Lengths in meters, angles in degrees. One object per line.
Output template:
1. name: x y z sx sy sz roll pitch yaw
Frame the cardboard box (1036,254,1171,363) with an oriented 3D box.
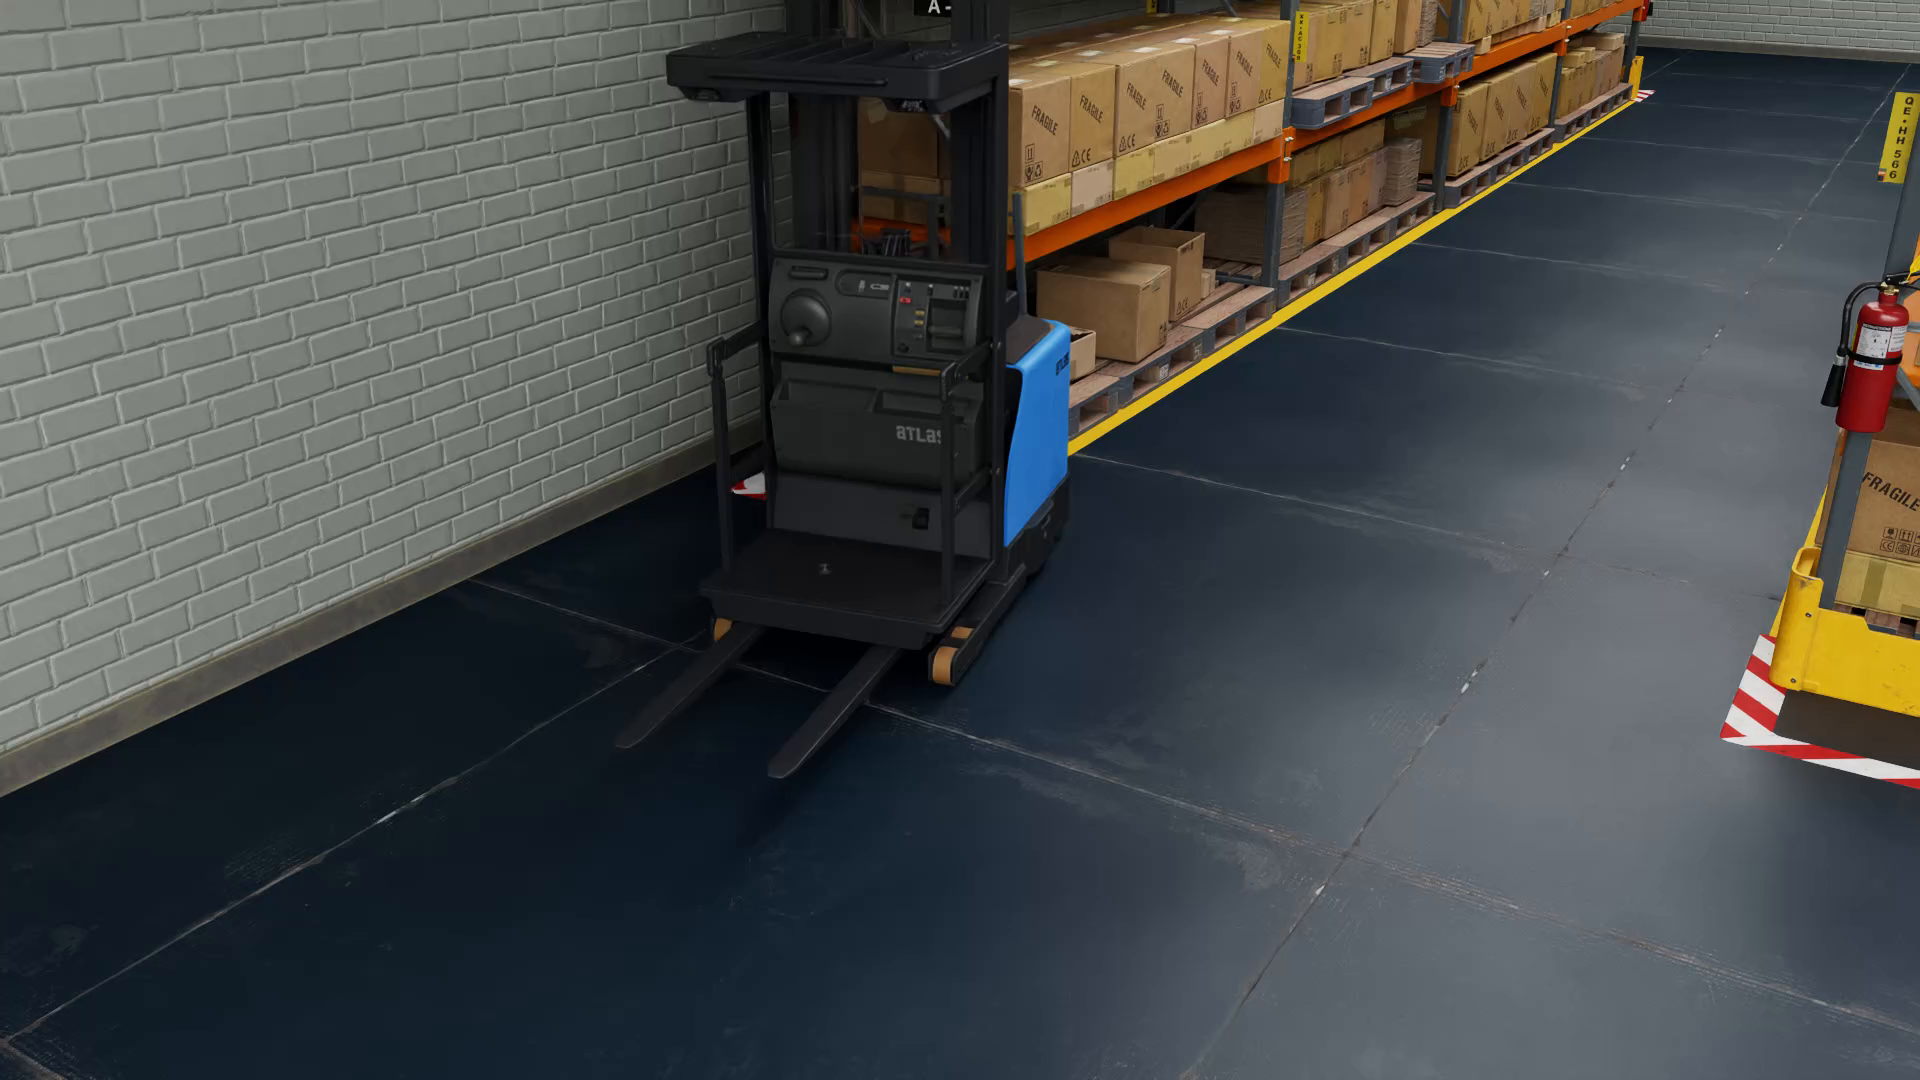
1. cardboard box: 0.897 -1.463 10.446 0.700 0.500 0.500 12 26 26

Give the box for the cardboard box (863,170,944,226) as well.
1. cardboard box: -0.193 -1.903 9.033 0.500 0.250 0.500 14 27 30

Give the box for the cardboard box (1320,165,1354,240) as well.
1. cardboard box: 2.743 -2.769 13.464 0.700 0.500 0.500 14 27 30

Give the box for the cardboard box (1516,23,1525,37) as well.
1. cardboard box: 5.410 -5.115 16.581 0.380 0.149 0.250 13 27 28

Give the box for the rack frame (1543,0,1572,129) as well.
1. rack frame: 6.055 -5.814 17.905 1.000 3.000 0.127 14 27 29

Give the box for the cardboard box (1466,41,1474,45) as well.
1. cardboard box: 4.456 -4.504 15.169 0.380 0.149 0.250 14 27 30

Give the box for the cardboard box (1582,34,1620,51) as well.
1. cardboard box: 7.834 -6.082 20.326 0.380 0.149 0.250 15 27 30

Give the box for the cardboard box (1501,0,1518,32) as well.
1. cardboard box: 4.966 -5.108 15.748 0.500 0.500 0.500 14 27 29

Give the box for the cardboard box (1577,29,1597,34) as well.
1. cardboard box: 7.777 -6.334 20.908 0.380 0.149 0.250 14 27 29

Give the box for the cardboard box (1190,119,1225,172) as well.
1. cardboard box: 1.321 -2.492 10.393 0.500 0.250 0.500 14 27 29

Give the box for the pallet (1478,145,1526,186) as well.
1. pallet: 5.069 -3.845 16.866 1.003 0.211 1.213 14 27 29

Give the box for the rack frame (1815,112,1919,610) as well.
1. rack frame: 3.936 -0.727 6.154 1.000 3.000 0.127 14 27 29

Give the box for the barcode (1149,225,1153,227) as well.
1. barcode: 1.346 -2.184 11.708 0.001 0.075 0.075 14 27 29

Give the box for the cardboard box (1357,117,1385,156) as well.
1. cardboard box: 3.256 -3.430 14.046 0.500 0.250 0.500 14 27 30

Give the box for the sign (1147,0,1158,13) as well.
1. sign: 1.362 -3.760 11.704 0.100 0.325 0.005 14 27 29

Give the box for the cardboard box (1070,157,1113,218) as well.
1. cardboard box: 0.514 -1.981 9.213 0.500 0.250 0.500 13 27 27

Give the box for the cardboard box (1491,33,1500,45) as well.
1. cardboard box: 4.971 -4.861 15.993 0.380 0.149 0.250 14 27 30

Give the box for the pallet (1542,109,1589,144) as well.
1. pallet: 6.523 -4.775 19.014 1.003 0.211 1.213 14 27 29

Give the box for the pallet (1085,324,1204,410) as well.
1. pallet: 0.868 -1.187 10.726 1.003 0.211 1.213 14 27 29

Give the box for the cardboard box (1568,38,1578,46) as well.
1. cardboard box: 7.244 -5.993 20.119 0.380 0.149 0.250 14 27 30

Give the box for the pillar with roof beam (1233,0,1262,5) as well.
1. pillar with roof beam: 6.182 -6.058 10.916 9.100 9.000 0.400 14 27 29

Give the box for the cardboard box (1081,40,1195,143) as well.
1. cardboard box: 1.042 -2.661 9.841 0.500 0.500 0.500 15 27 31

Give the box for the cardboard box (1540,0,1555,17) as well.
1. cardboard box: 5.765 -5.623 16.937 0.500 0.500 0.500 14 27 29

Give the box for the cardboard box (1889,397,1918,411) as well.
1. cardboard box: 4.481 -0.586 7.817 0.500 0.500 0.500 14 27 29

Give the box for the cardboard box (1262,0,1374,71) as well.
1. cardboard box: 2.754 -3.942 12.901 0.700 0.500 0.500 18 29 36

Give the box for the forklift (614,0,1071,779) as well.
1. forklift: -0.426 -0.925 6.697 1.130 2.935 3.031 8 25 18

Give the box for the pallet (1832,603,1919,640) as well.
1. pallet: 4.303 0.286 7.324 1.003 0.211 1.213 14 27 29

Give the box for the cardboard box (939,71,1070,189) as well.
1. cardboard box: 0.232 -2.147 8.653 0.500 0.500 0.500 14 27 29

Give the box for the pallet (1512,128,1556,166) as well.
1. pallet: 5.712 -4.258 17.821 1.003 0.211 1.213 14 27 29

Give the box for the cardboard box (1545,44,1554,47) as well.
1. cardboard box: 6.840 -5.733 19.520 0.380 0.149 0.250 14 27 29

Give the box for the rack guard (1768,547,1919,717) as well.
1. rack guard: 3.923 0.428 6.632 1.175 0.500 0.348 14 27 29

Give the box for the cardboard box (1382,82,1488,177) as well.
1. cardboard box: 4.444 -3.891 15.640 0.750 0.750 0.750 13 27 28

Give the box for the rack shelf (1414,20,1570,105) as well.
1. rack shelf: 5.000 -4.809 16.488 1.077 0.370 4.000 14 27 29

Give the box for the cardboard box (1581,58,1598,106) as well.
1. cardboard box: 7.077 -5.432 19.641 0.700 0.500 0.500 15 27 30

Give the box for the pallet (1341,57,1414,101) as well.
1. pallet: 2.936 -3.699 13.261 1.003 0.211 1.213 14 27 29

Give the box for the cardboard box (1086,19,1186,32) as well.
1. cardboard box: 1.134 -3.110 10.878 0.500 0.500 0.500 14 27 29

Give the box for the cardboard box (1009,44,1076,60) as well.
1. cardboard box: 0.336 -2.595 9.689 0.500 0.500 0.500 13 27 28

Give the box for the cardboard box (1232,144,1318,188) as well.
1. cardboard box: 2.439 -2.914 12.855 0.500 0.250 0.500 13 27 28

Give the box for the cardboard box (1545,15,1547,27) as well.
1. cardboard box: 5.829 -5.367 17.162 0.380 0.149 0.250 15 27 31

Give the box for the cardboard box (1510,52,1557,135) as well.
1. cardboard box: 5.823 -4.774 17.679 0.750 0.750 0.750 14 27 30

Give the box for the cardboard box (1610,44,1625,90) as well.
1. cardboard box: 7.881 -5.953 20.842 0.700 0.500 0.500 14 27 29

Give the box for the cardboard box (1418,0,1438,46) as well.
1. cardboard box: 3.706 -4.551 14.308 0.700 0.500 0.500 11 26 23

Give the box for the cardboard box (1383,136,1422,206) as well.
1. cardboard box: 3.610 -3.265 14.609 0.700 0.500 0.500 14 27 30

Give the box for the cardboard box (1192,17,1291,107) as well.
1. cardboard box: 1.848 -3.174 11.026 0.500 0.500 0.500 14 27 29

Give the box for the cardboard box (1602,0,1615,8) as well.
1. cardboard box: 7.120 -6.624 19.399 0.980 0.700 0.700 12 26 26

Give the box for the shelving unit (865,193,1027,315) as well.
1. shelving unit: -0.015 -0.871 8.315 0.538 1.500 1.048 3 24 15
